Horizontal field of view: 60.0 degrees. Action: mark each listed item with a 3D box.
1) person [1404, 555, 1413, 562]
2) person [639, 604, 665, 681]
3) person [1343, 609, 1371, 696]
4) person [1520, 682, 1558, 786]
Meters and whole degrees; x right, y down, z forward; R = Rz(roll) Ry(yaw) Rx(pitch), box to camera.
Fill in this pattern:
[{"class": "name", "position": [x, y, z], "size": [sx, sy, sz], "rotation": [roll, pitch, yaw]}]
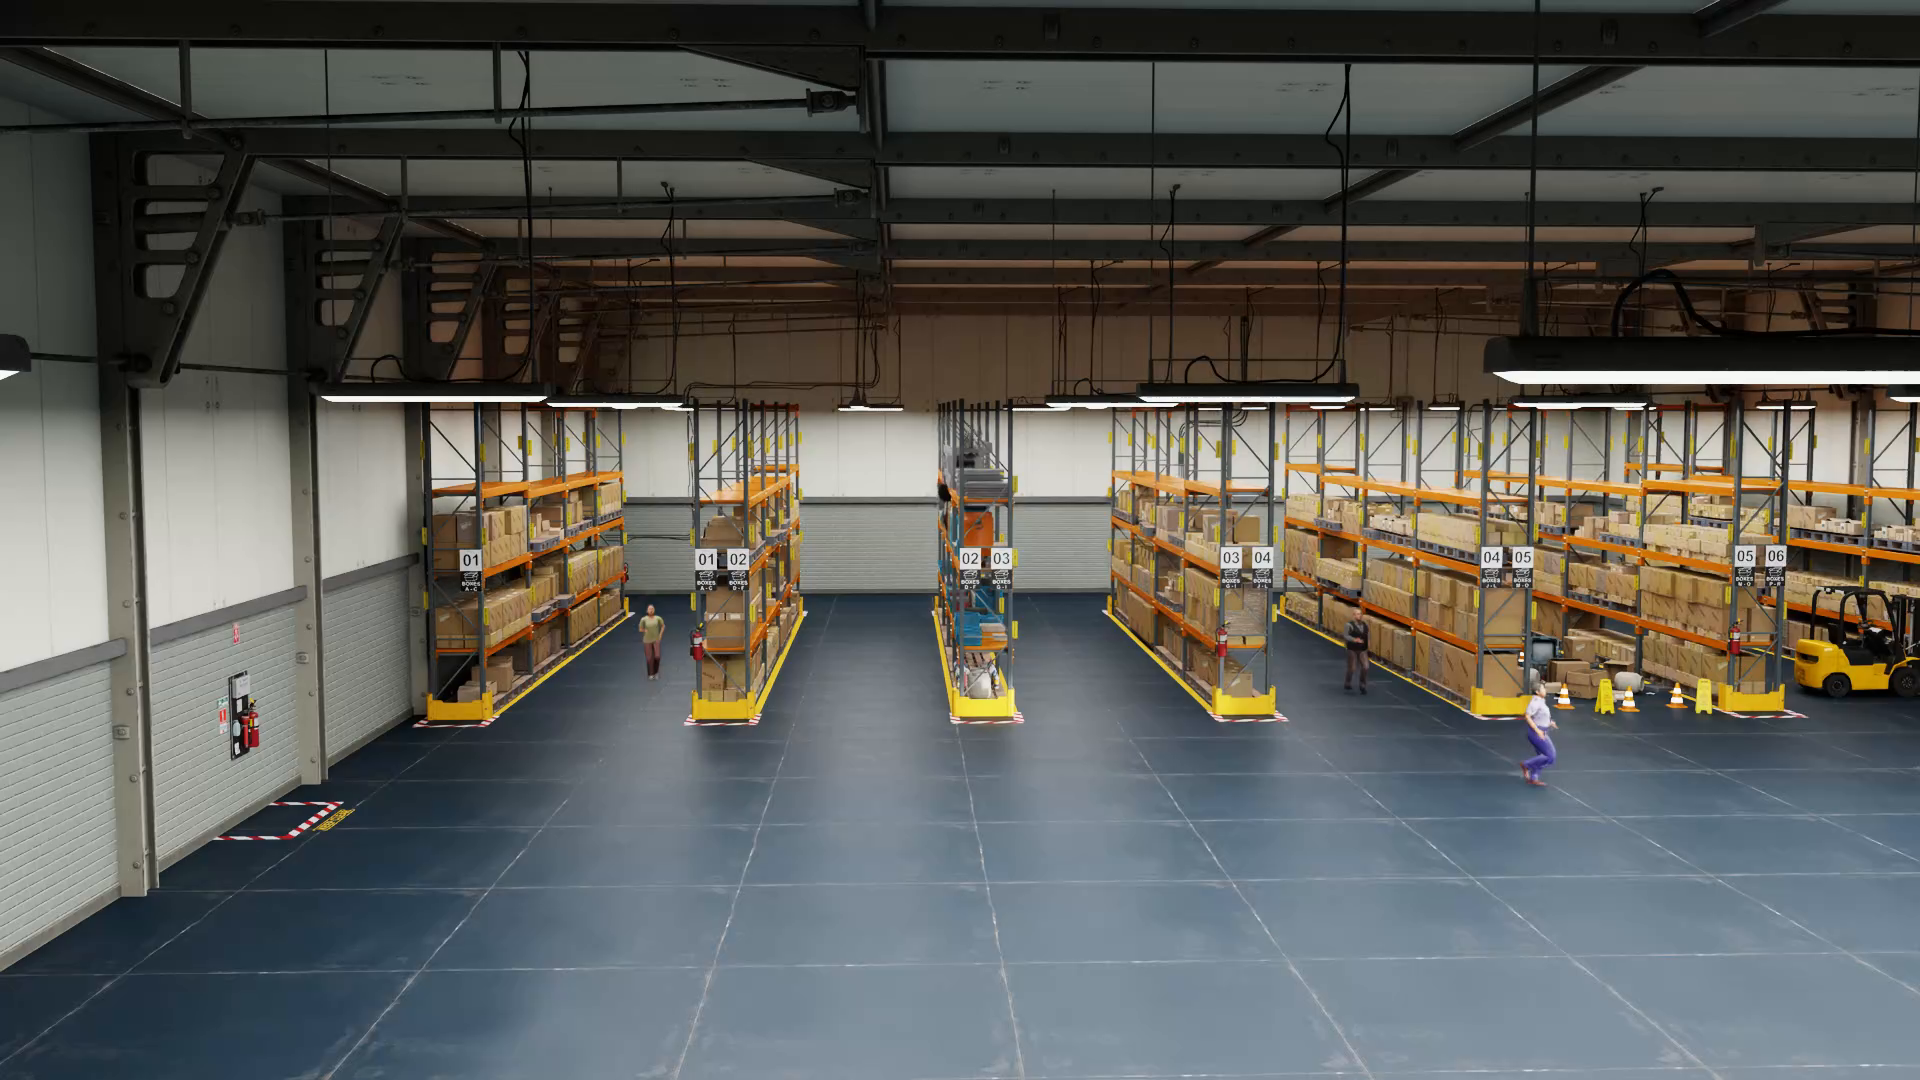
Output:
[{"class": "person", "position": [13.271, 1.115, 49.262], "size": [0.800, 1.769, 0.726], "rotation": [0, 4, -2]}, {"class": "person", "position": [-6.576, 2.197, 35.523], "size": [0.562, 1.656, 0.595], "rotation": [-1, 4, -12]}, {"class": "person", "position": [8.120, 2.306, 33.956], "size": [0.675, 1.798, 0.748], "rotation": [-1, 4, -12]}, {"class": "person", "position": [8.902, 2.988, 25.561], "size": [0.547, 1.603, 0.607], "rotation": [2, 5, 20]}]
